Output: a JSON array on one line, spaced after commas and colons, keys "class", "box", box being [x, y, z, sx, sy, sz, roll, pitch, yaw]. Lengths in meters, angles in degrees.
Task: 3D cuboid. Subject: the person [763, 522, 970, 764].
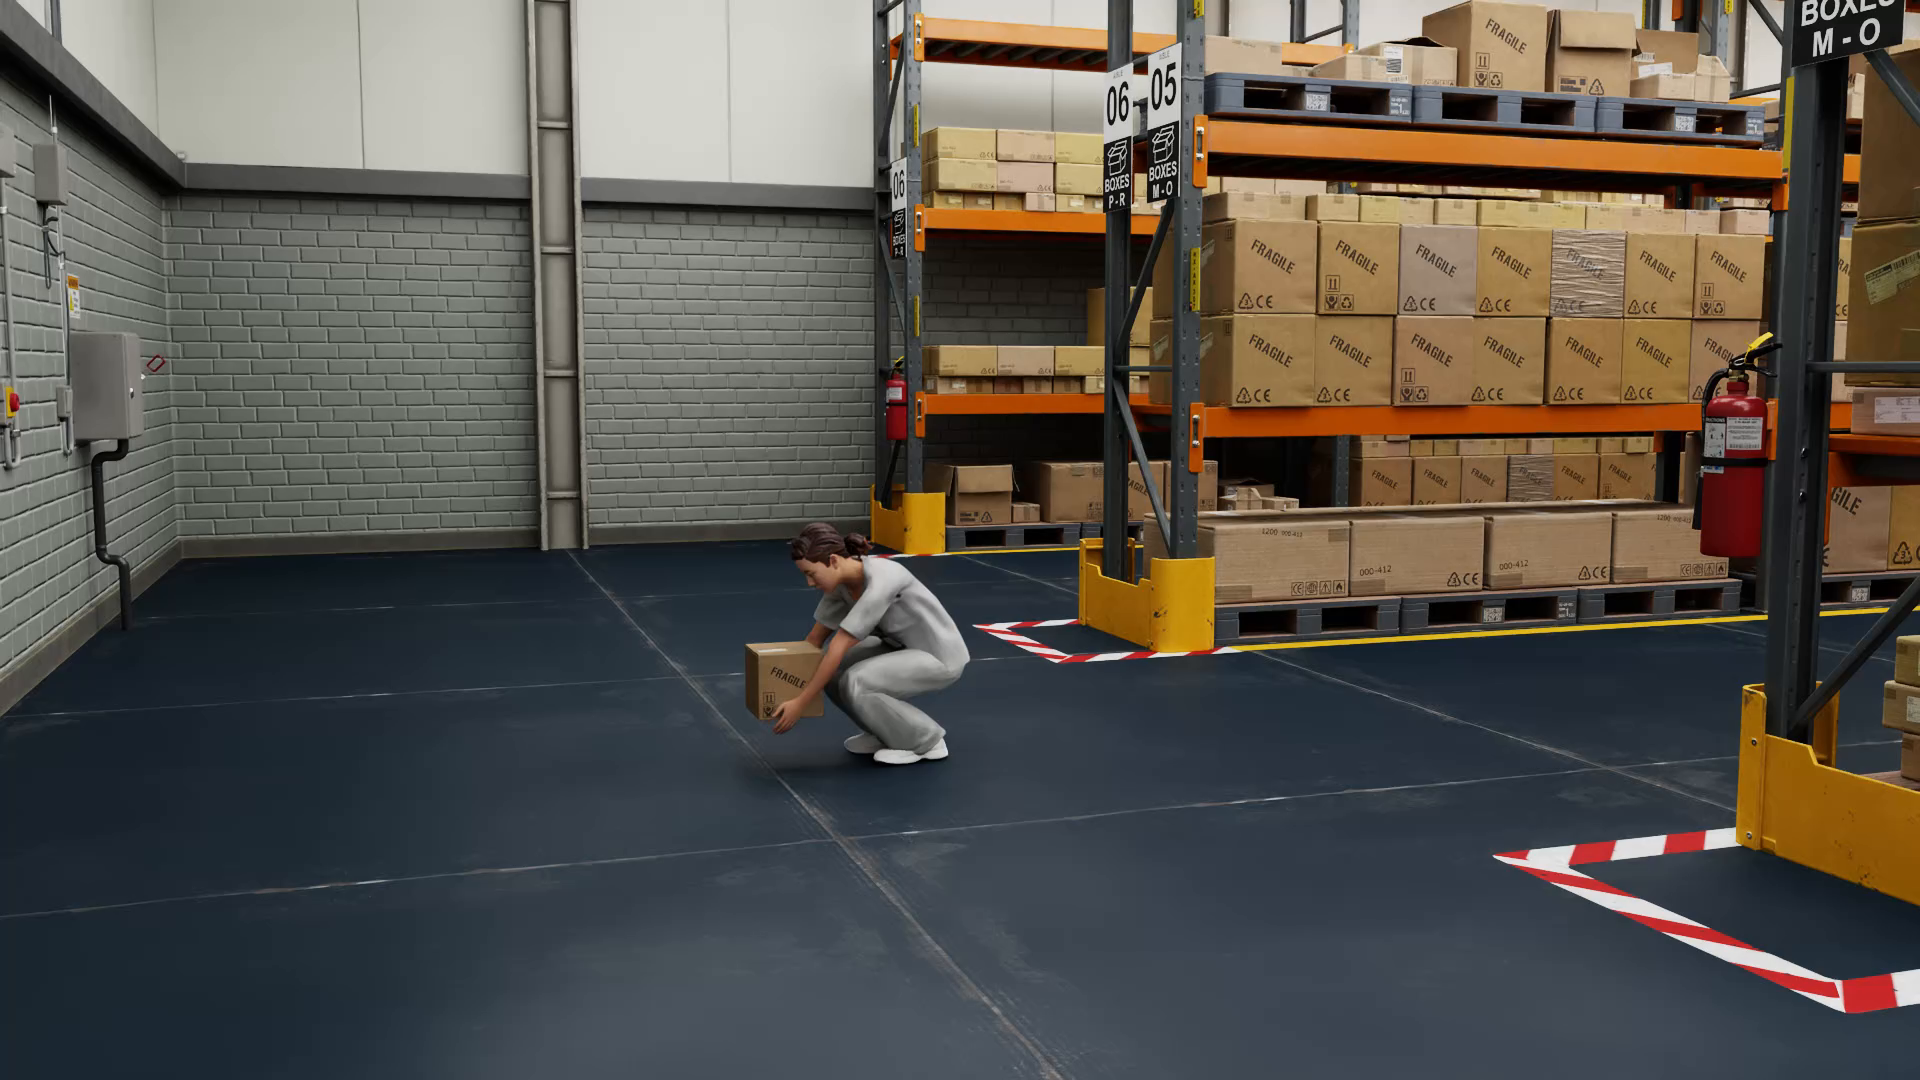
[{"class": "person", "box": [-0.360, 0.388, 6.418, 0.806, 0.936, 0.479, -2, 6, -19]}]
